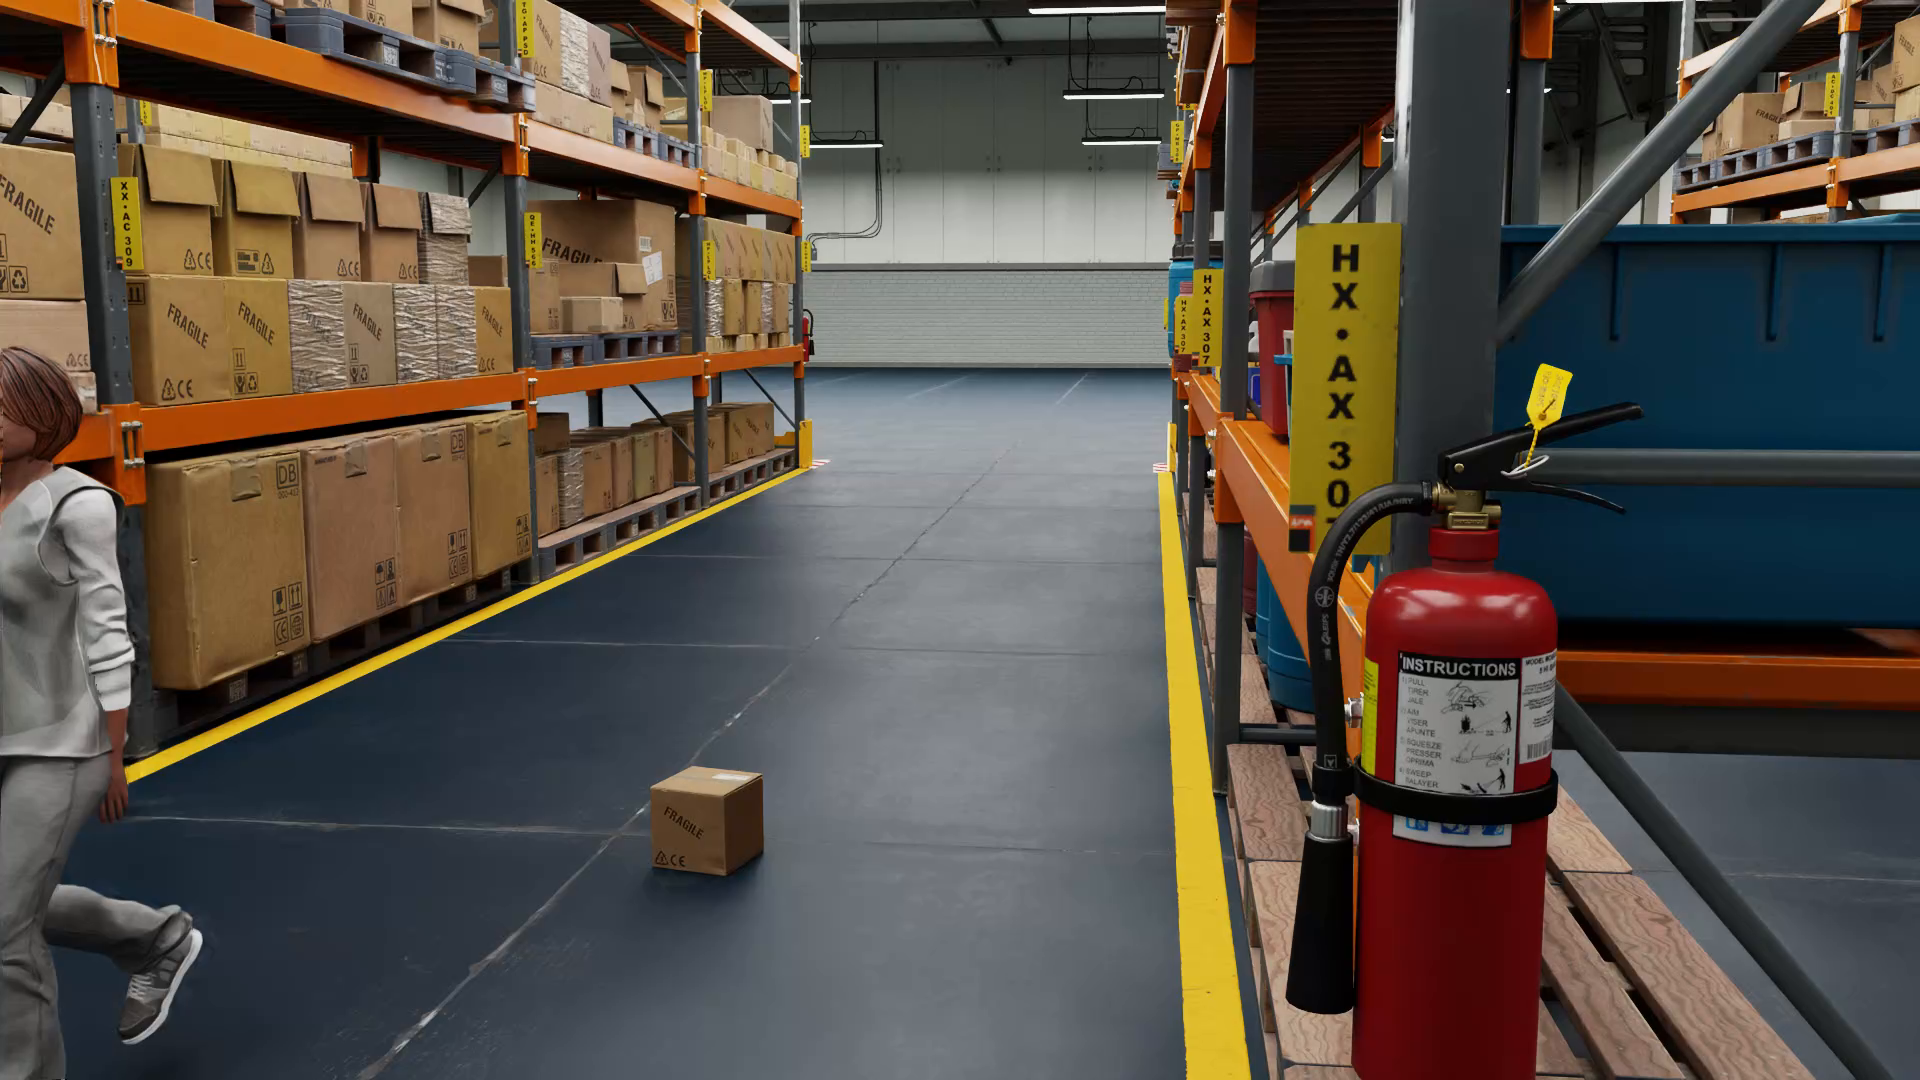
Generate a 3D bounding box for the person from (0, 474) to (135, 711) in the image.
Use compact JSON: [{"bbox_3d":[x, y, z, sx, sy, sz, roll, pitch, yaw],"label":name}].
[{"bbox_3d":[-1.812,0.155,3.206,0.408,0.551,0.264,3,9,23],"label":"person"}]
